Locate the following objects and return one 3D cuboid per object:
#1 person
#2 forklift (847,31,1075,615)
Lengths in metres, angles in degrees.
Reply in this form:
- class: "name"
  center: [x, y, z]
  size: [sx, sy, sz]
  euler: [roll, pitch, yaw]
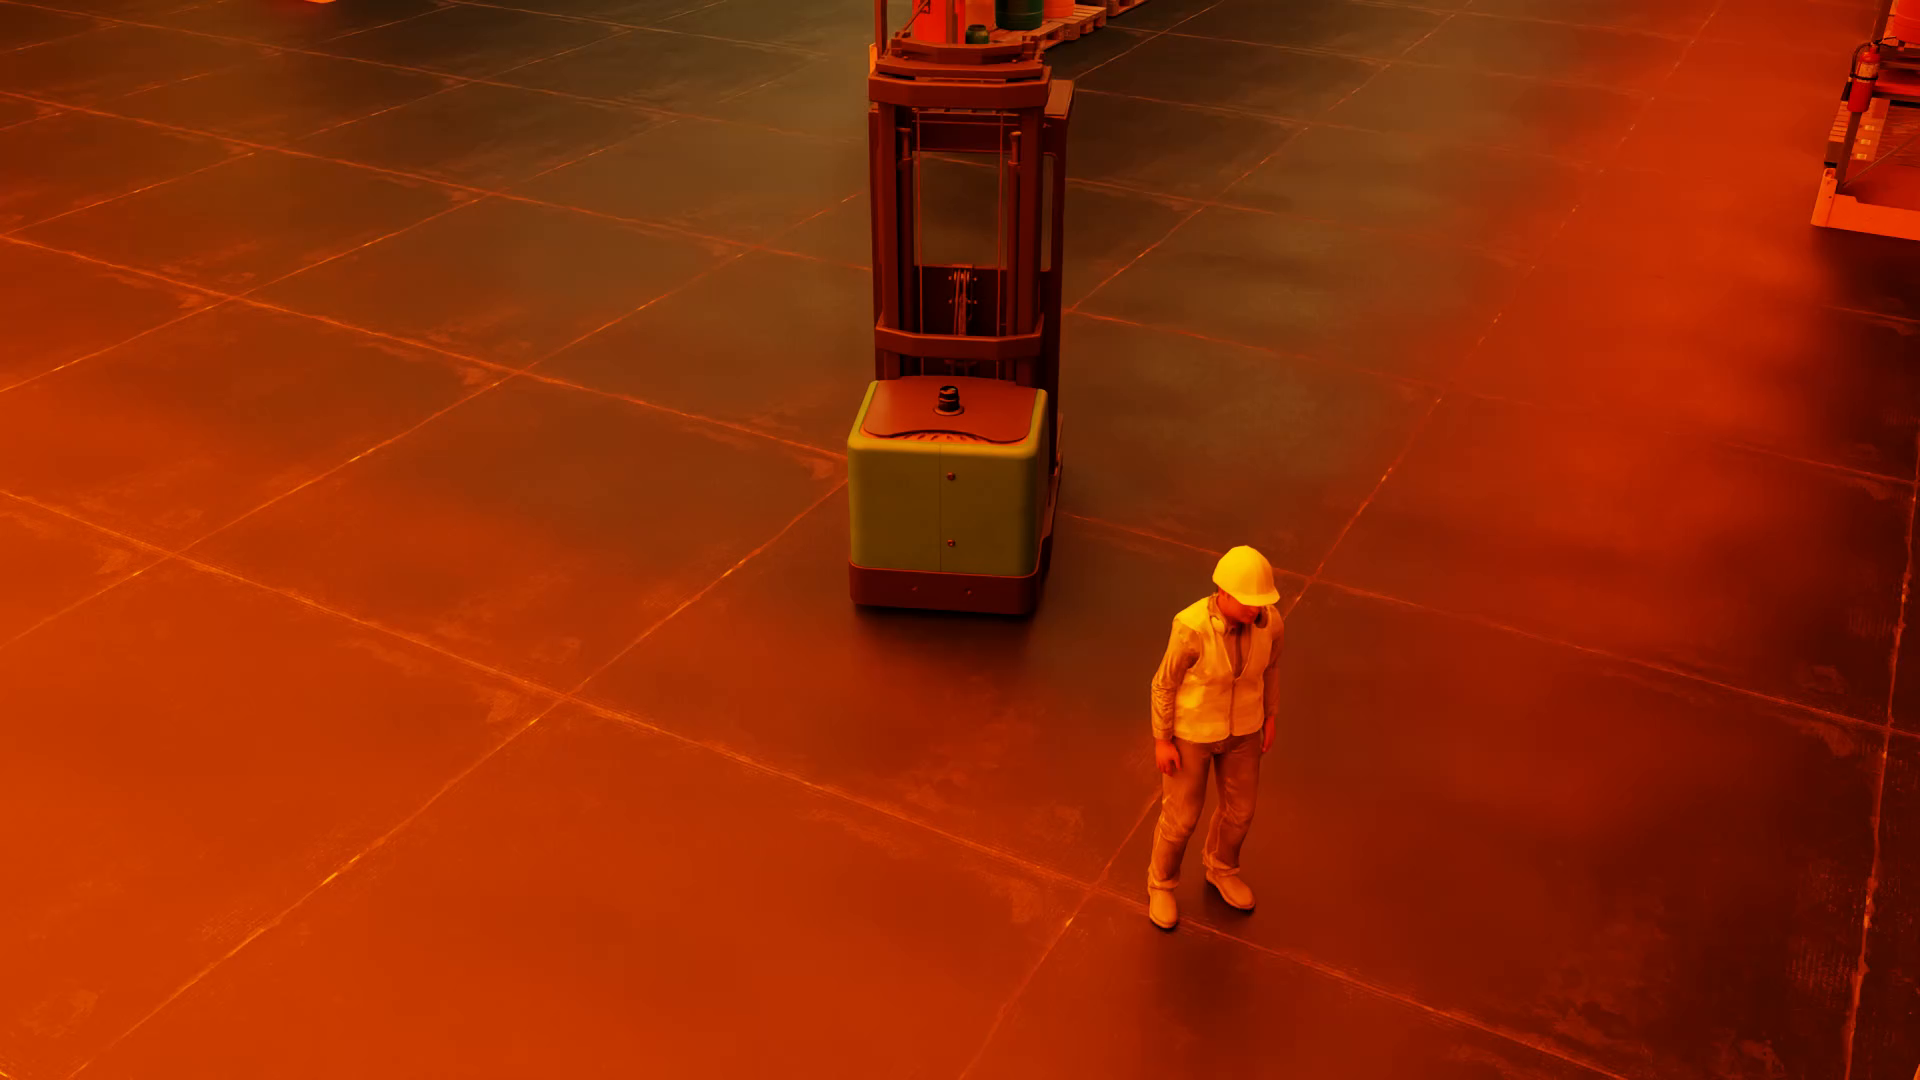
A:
- class: "person"
  center: [1.061, 0.783, 6.878]
  size: [0.580, 1.769, 0.466]
  euler: [-10, 32, -17]
- class: "forklift"
  center: [0.072, -1.572, 9.794]
  size: [1.130, 2.935, 3.031]
  euler: [3, 30, 6]
